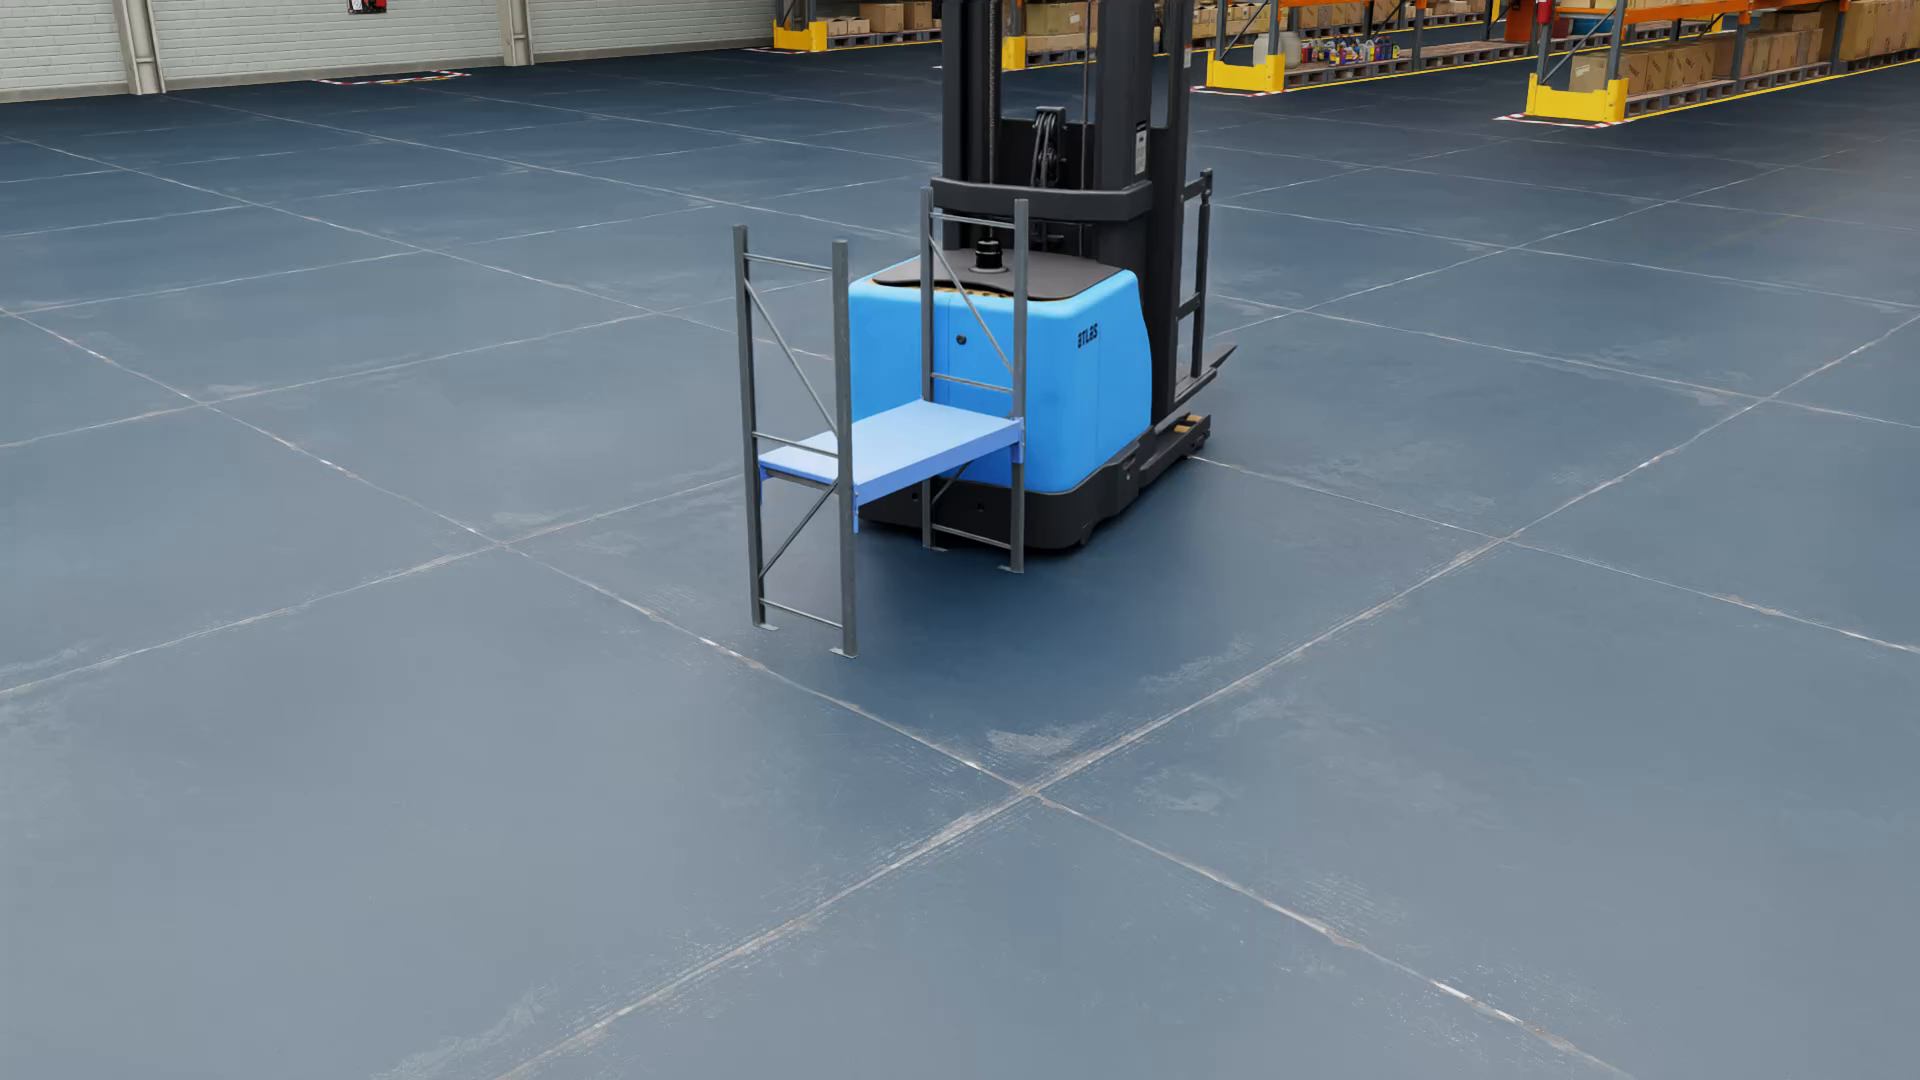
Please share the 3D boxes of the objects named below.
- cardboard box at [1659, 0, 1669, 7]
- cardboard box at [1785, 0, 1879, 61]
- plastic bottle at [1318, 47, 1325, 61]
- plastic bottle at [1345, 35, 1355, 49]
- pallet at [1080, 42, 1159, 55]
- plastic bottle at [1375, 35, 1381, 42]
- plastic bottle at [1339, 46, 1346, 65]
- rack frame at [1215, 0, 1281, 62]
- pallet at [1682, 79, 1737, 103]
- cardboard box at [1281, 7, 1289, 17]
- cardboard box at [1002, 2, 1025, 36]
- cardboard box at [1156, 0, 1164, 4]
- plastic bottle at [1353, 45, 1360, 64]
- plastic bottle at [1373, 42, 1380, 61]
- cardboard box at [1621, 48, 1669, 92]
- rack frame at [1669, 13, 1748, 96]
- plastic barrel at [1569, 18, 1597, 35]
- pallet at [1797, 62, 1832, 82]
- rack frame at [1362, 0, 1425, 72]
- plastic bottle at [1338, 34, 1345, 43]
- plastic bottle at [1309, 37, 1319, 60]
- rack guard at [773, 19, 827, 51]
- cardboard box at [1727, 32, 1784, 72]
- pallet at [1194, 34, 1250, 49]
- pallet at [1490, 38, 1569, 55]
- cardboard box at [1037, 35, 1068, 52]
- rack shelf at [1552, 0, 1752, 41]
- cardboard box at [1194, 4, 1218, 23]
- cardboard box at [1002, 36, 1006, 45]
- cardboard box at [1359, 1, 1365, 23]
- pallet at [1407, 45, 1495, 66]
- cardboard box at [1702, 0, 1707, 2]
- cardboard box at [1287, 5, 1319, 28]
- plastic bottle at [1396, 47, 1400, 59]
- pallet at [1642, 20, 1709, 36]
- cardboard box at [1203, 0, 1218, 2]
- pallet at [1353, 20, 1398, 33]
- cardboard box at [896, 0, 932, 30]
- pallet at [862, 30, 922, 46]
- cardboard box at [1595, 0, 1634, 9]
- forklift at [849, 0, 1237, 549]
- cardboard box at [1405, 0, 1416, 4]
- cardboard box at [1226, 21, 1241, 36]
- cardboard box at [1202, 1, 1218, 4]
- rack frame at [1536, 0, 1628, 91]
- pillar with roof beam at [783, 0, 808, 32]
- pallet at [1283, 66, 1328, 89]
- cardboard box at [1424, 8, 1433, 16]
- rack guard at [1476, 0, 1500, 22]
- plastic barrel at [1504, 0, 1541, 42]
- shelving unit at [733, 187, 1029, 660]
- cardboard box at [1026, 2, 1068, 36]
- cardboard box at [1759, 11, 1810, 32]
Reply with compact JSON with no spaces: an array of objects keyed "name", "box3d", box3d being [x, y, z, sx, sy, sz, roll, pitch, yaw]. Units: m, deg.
[{"name":"cardboard box","box3d":[8.740,-6.841,21.043,0.380,0.149,0.250,19,28,41]},{"name":"cardboard box","box3d":[13.736,-8.126,26.411,1.225,0.875,0.875,18,27,38]},{"name":"plastic bottle","box3d":[5.599,-7.532,25.777,0.097,0.201,0.097,0,21,0]},{"name":"plastic bottle","box3d":[6.143,-7.790,26.241,0.144,0.351,0.185,19,28,41]},{"name":"pallet","box3d":[2.769,-8.706,29.431,1.003,0.211,1.213,19,28,41]},{"name":"plastic bottle","box3d":[6.554,-7.728,26.080,0.144,0.351,0.185,19,28,41]},{"name":"plastic bottle","box3d":[5.769,-7.312,25.090,0.133,0.283,0.061,-20,28,-41]},{"name":"rack frame","box3d":[4.110,-7.933,23.533,1.000,3.000,0.127,19,28,41]},{"name":"pallet","box3d":[10.006,-6.238,23.011,1.003,0.211,1.213,19,28,41]},{"name":"cardboard box","box3d":[5.955,-10.208,31.917,0.500,0.311,0.500,-19,28,-41]},{"name":"cardboard box","box3d":[0.724,-8.648,27.596,0.500,0.500,0.500,19,28,41]},{"name":"cardboard box","box3d":[4.405,-12.261,37.204,0.750,0.750,0.750,-19,28,-40]},{"name":"plastic bottle","box3d":[6.048,-7.419,25.384,0.097,0.271,0.097,0,21,0]},{"name":"plastic bottle","box3d":[6.440,-7.559,25.733,0.133,0.283,0.061,-18,27,-39]},{"name":"cardboard box","box3d":[8.949,-6.197,21.916,0.500,0.500,0.500,-17,27,-37]},{"name":"rack frame","box3d":[10.449,-7.721,22.983,1.000,3.000,0.127,19,28,41]},{"name":"plastic barrel","box3d":[11.595,-9.916,31.033,0.600,0.901,0.708,19,28,41]},{"name":"pallet","box3d":[12.693,-7.247,25.636,1.003,0.211,1.213,19,28,41]},{"name":"rack frame","box3d":[6.900,-8.961,26.208,1.000,3.000,0.127,19,28,41]},{"name":"plastic bottle","box3d":[6.040,-7.826,26.334,0.185,0.351,0.144,-19,28,-41]},{"name":"plastic bottle","box3d":[5.482,-7.621,25.799,0.185,0.351,0.144,-19,28,-40]},{"name":"rack guard","box3d":[-2.935,-9.265,30.483,1.175,0.500,0.348,19,28,41]},{"name":"cardboard box","box3d":[11.629,-7.174,24.430,0.700,0.500,0.500,16,26,36]},{"name":"pallet","box3d":[4.691,-9.414,31.274,1.003,0.211,1.213,19,28,41]},{"name":"pallet","box3d":[10.211,-8.901,29.938,1.003,0.211,1.213,19,28,41]},{"name":"cardboard box","box3d":[1.443,-8.298,27.729,0.500,0.250,0.500,19,28,41]},{"name":"rack shelf","box3d":[9.054,-6.871,21.774,1.077,0.370,4.000,19,28,41]},{"name":"cardboard box","box3d":[4.534,-9.681,30.545,0.500,0.311,0.500,18,27,39]},{"name":"cardboard box","box3d":[0.726,-8.298,27.730,0.500,0.250,0.500,19,28,41]},{"name":"cardboard box","box3d":[8.095,-10.844,33.979,0.500,0.500,0.500,20,29,41]},{"name":"pallet","box3d":[8.271,-8.186,28.078,1.003,0.211,1.213,19,28,41]},{"name":"cardboard box","box3d":[9.602,-7.166,21.889,0.380,0.149,0.250,19,28,41]},{"name":"cardboard box","box3d":[6.666,-10.314,32.599,0.500,0.500,0.500,-19,28,-40]},{"name":"plastic bottle","box3d":[6.870,-7.689,26.185,0.097,0.201,0.097,0,21,0]},{"name":"pallet","box3d":[14.668,-10.542,34.207,1.003,0.211,1.213,19,28,41]},{"name":"cardboard box","box3d":[5.978,-12.693,38.816,0.700,0.500,0.500,20,29,41]},{"name":"pallet","box3d":[8.394,-10.738,34.718,1.003,0.211,1.213,19,28,41]},{"name":"cardboard box","box3d":[-0.893,-10.202,32.308,0.500,0.500,0.500,17,27,37]},{"name":"pallet","box3d":[-1.492,-9.642,31.867,1.003,0.211,1.213,19,28,41]},{"name":"cardboard box","box3d":[8.028,-6.589,20.388,0.380,0.149,0.250,19,28,41]},{"name":"forklift","box3d":[0.597,-1.821,7.728,1.130,2.935,3.031,10,23,24]},{"name":"cardboard box","box3d":[9.652,-11.619,36.257,0.500,0.311,0.500,19,28,41]},{"name":"cardboard box","box3d":[4.885,-9.551,30.991,0.500,0.250,0.500,-20,28,-41]},{"name":"cardboard box","box3d":[4.851,-10.075,31.573,0.500,0.311,0.500,18,28,39]},{"name":"rack frame","box3d":[7.658,-6.693,20.307,1.000,3.000,0.127,19,28,41]},{"name":"pillar with roof beam","box3d":[-0.035,-12.532,27.136,9.100,9.000,0.400,19,28,41]},{"name":"pallet","box3d":[4.700,-6.870,24.654,1.003,0.211,1.213,19,28,41]},{"name":"cardboard box","box3d":[9.979,-11.420,35.940,0.380,0.166,0.250,19,28,41]},{"name":"rack guard","box3d":[11.672,-12.100,37.859,1.175,0.500,0.348,19,28,41]},{"name":"plastic barrel","box3d":[10.020,-9.302,29.535,0.600,0.830,0.708,19,28,41]},{"name":"shelving unit","box3d":[-0.262,-0.473,6.214,0.538,1.500,1.048,16,26,35]},{"name":"cardboard box","box3d":[1.444,-8.647,27.593,0.500,0.500,0.500,19,28,41]},{"name":"cardboard box","box3d":[12.431,-7.820,25.064,0.500,0.250,0.500,-16,26,-36]}]
